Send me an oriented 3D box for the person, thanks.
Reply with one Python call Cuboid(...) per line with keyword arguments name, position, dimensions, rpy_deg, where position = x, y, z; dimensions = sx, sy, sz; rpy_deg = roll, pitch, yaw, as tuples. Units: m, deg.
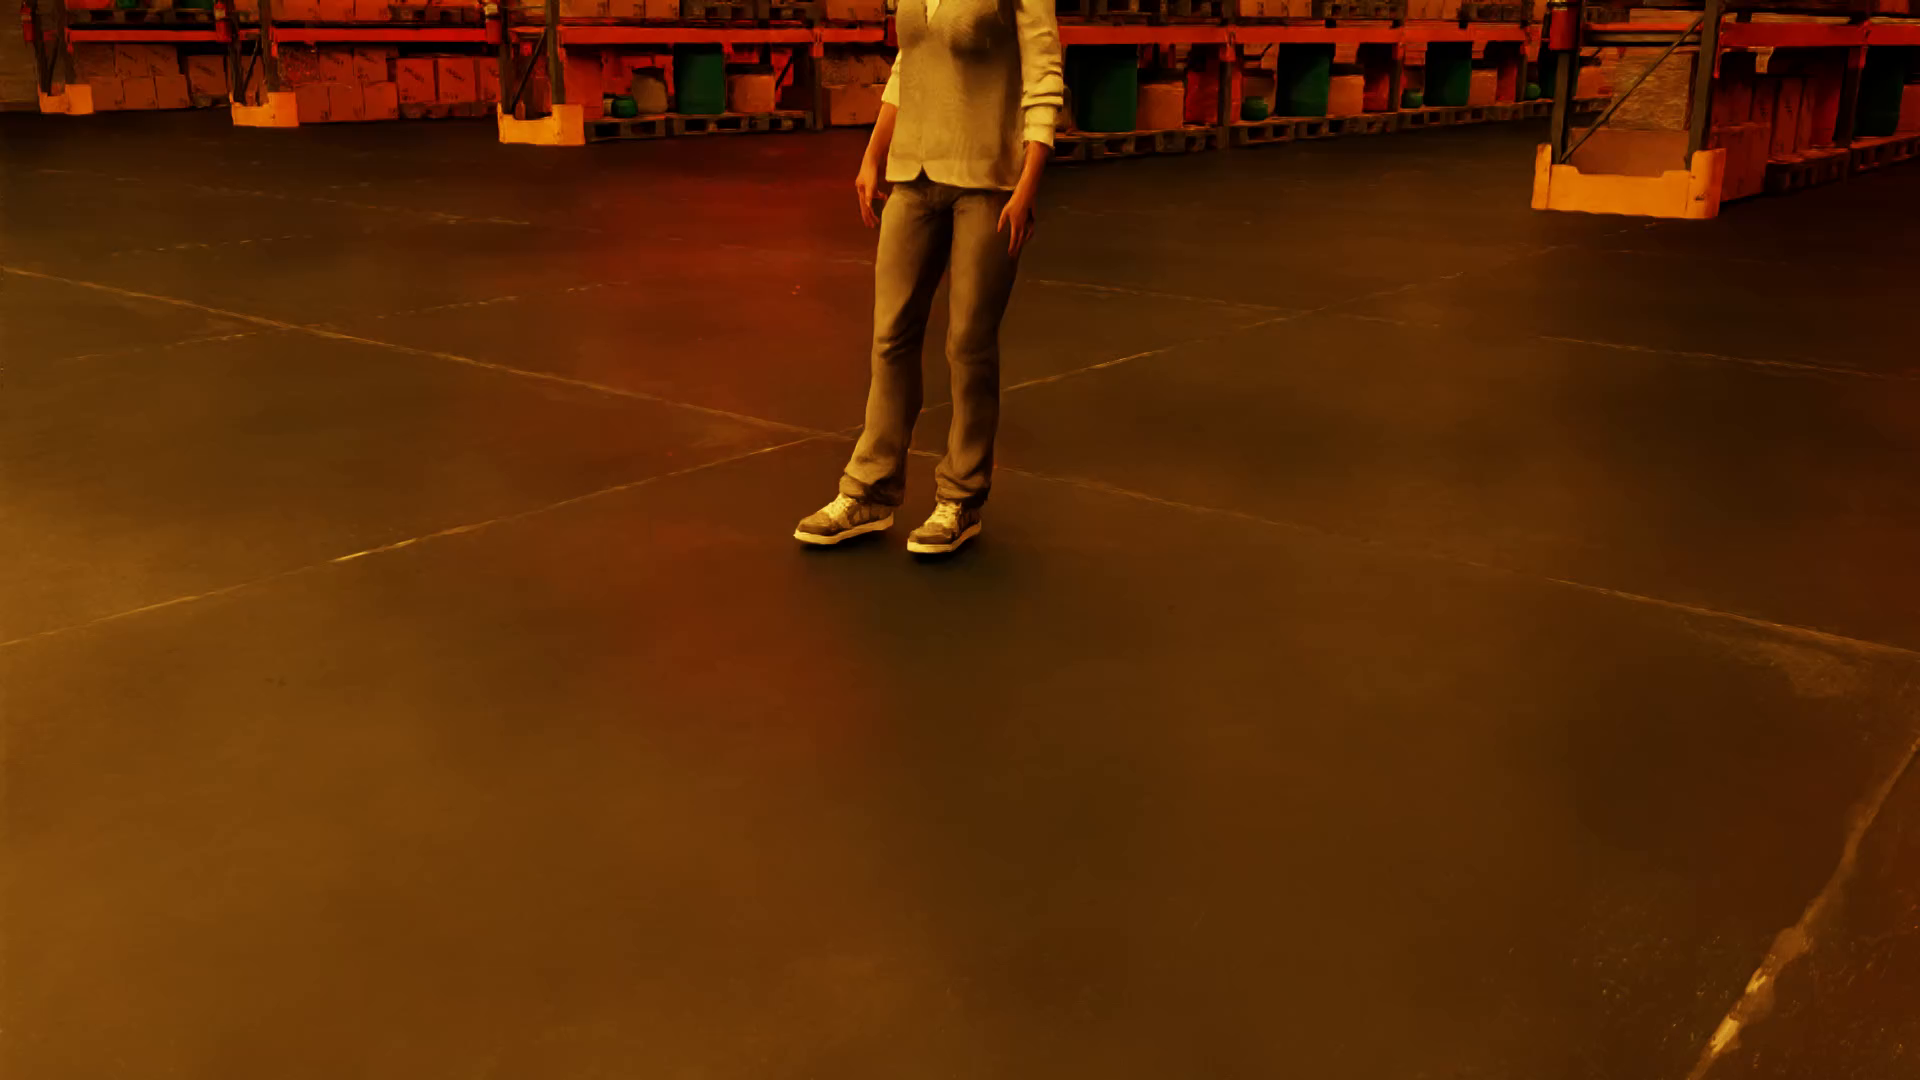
Cuboid(name="person", position=(-0.058, -0.757, 3.662), dimensions=(0.521, 1.597, 0.474), rpy_deg=(13, 21, 37))
